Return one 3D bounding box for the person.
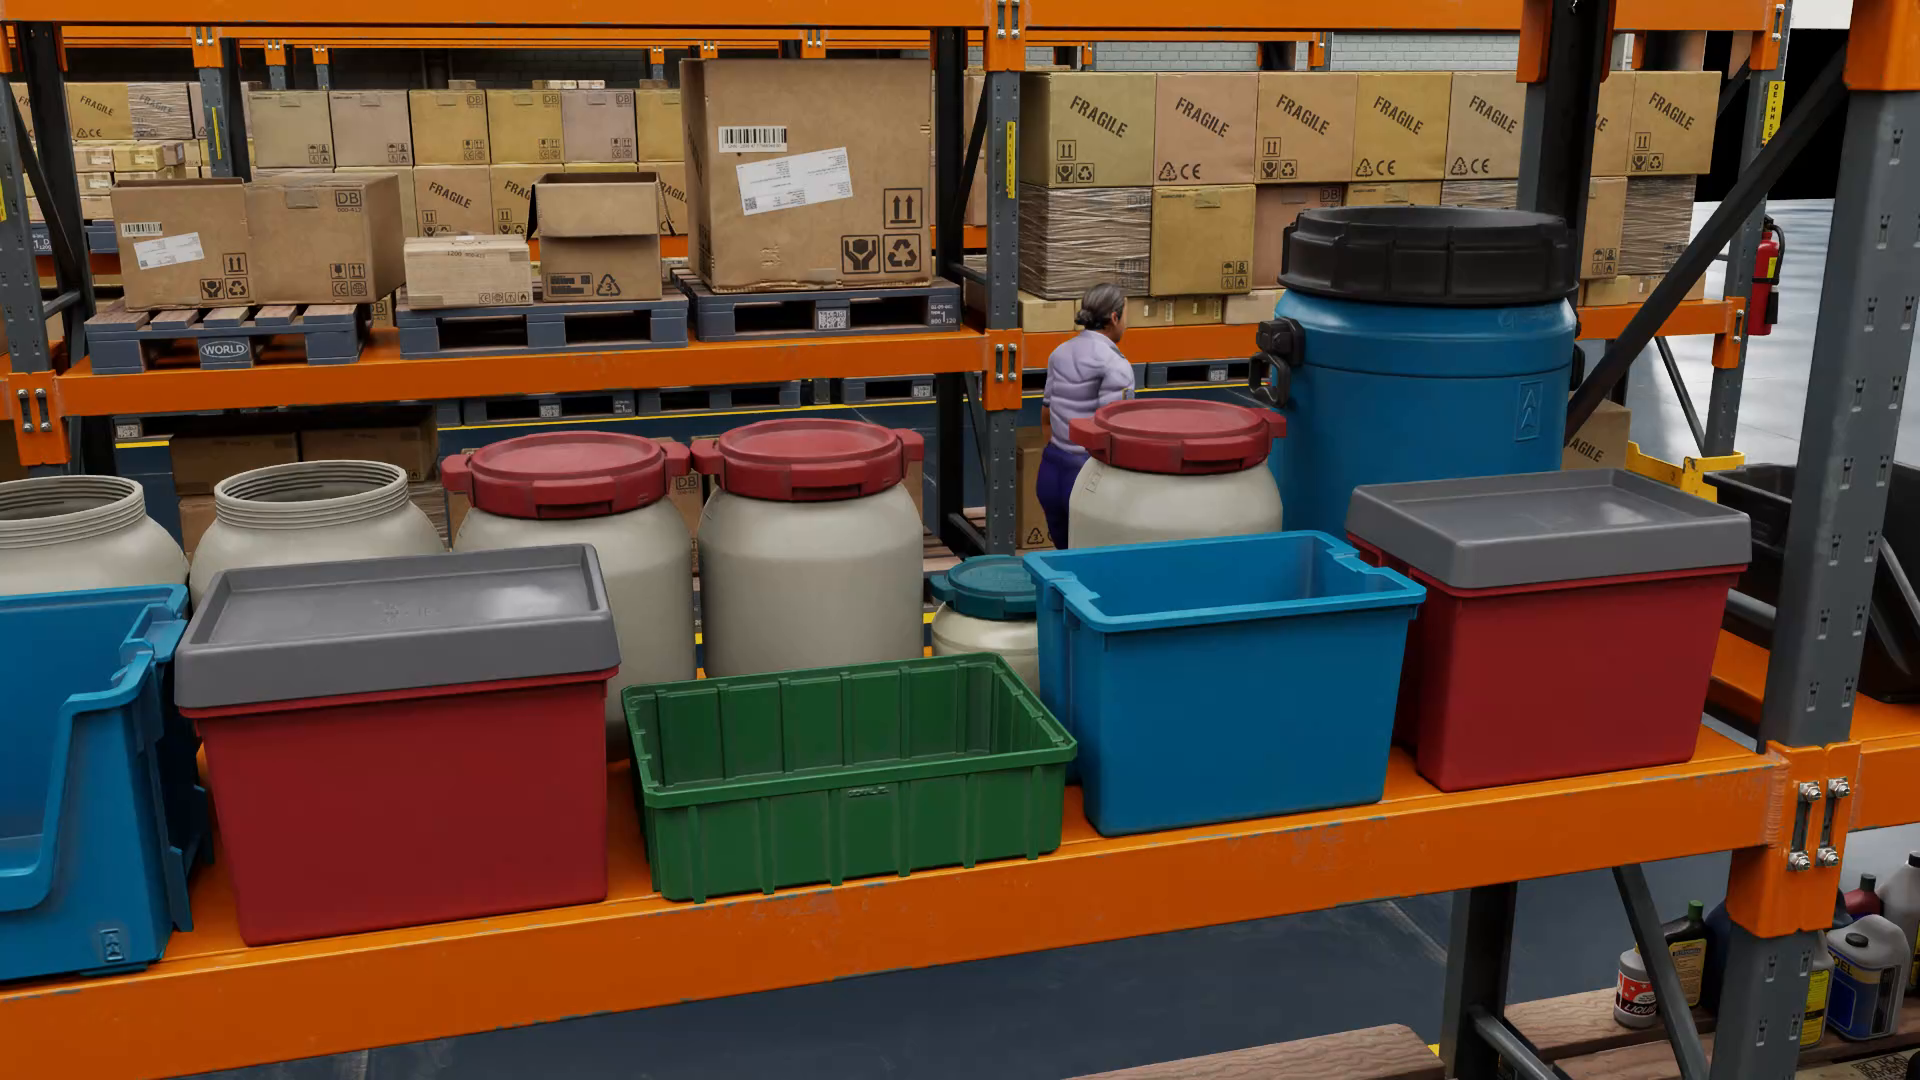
[{"bbox_3d":[0.539,-0.214,6.788,0.372,1.652,0.539,-11,19,-33],"label":"person"}]
